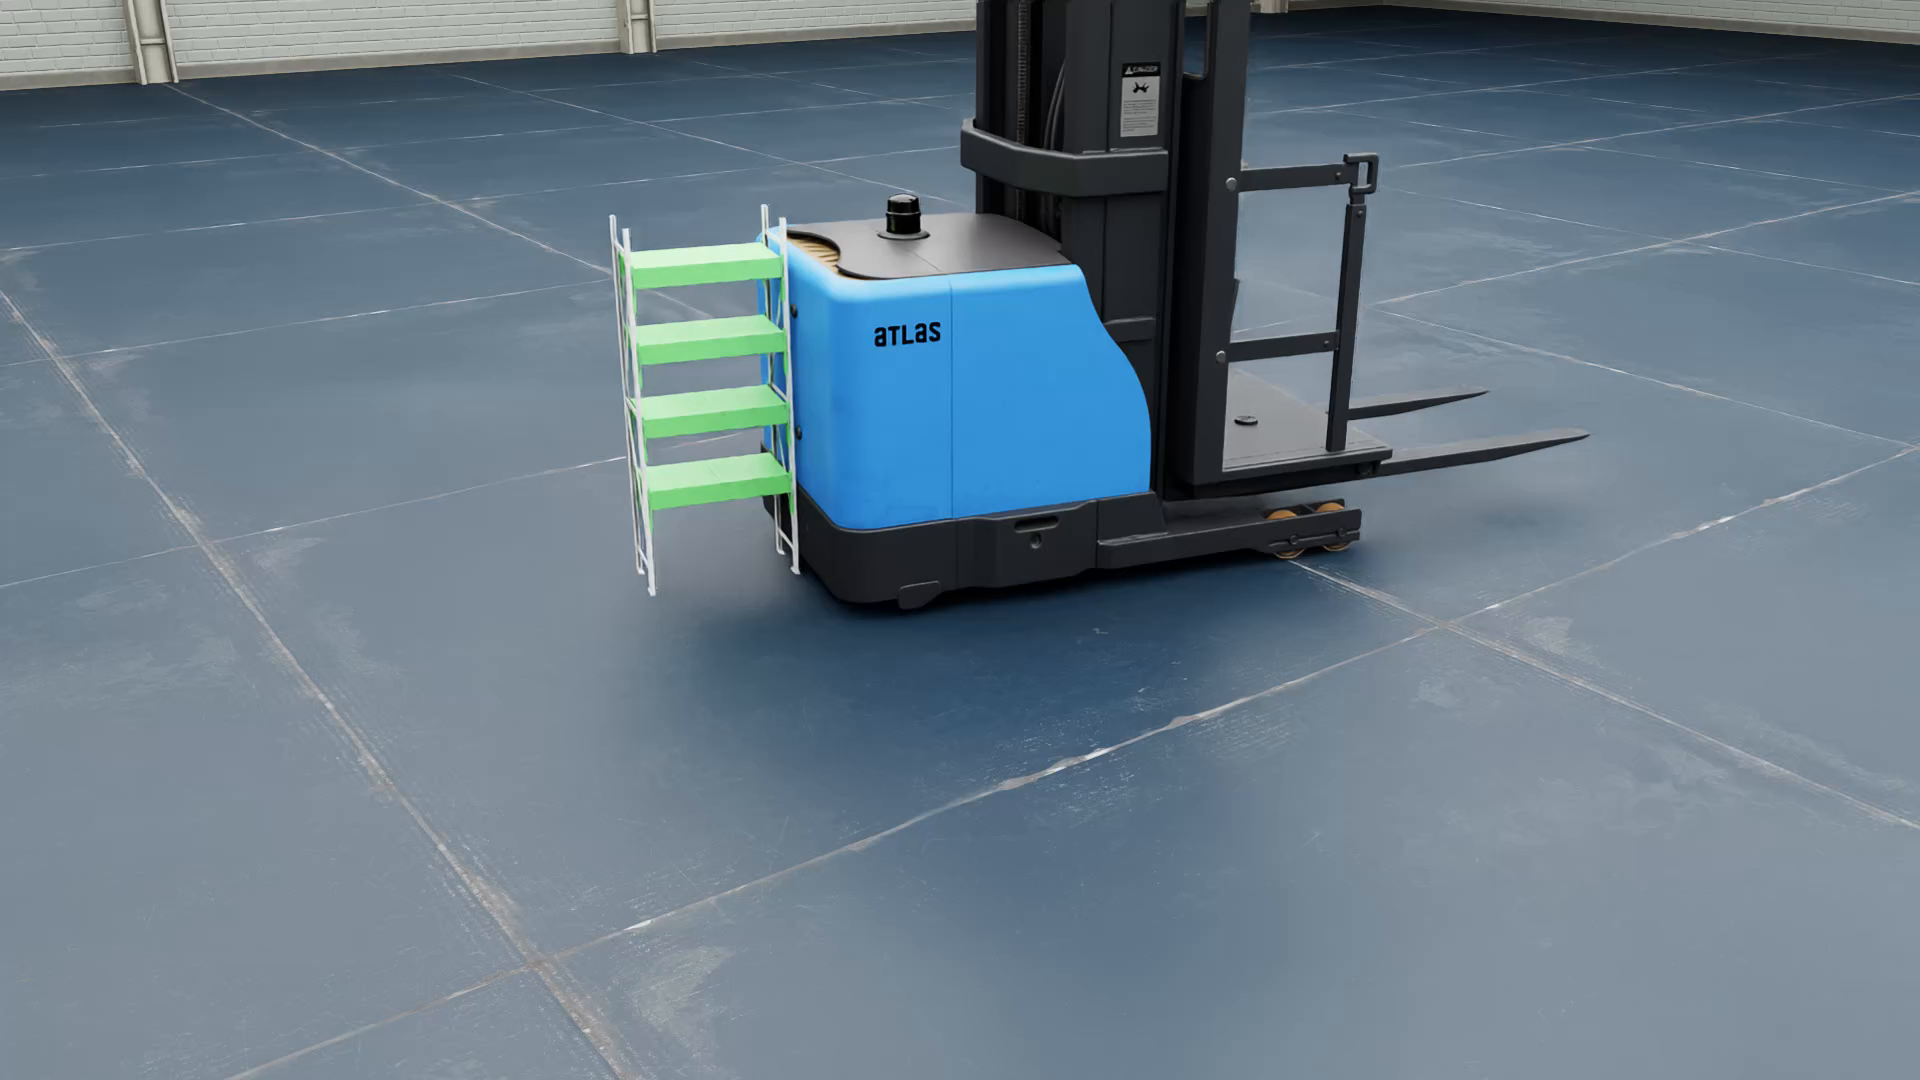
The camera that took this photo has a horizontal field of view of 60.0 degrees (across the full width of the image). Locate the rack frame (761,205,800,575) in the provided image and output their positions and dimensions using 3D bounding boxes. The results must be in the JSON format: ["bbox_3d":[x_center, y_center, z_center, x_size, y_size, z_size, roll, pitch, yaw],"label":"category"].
[{"bbox_3d":[-0.591,-0.482,5.485,0.015,1.200,0.240,-8,23,-20],"label":"rack frame"}]

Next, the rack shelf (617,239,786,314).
[{"bbox_3d":[-0.819,-0.836,5.249,0.480,0.148,0.258,-8,23,-20],"label":"rack shelf"}]

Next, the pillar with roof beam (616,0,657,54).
[{"bbox_3d":[-1.797,-9.424,17.372,0.400,9.000,9.100,-15,26,-33],"label":"pillar with roof beam"}]

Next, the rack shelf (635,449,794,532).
[{"bbox_3d":[-0.819,-0.167,5.516,0.480,0.148,0.258,-8,23,-20],"label":"rack shelf"}]

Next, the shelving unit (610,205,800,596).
[{"bbox_3d":[-0.819,-0.449,5.404,0.503,1.200,0.258,-8,23,-20],"label":"shelving unit"}]

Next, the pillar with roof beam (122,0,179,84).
[{"bbox_3d":[-6.667,-8.126,14.117,0.400,9.000,9.100,-15,26,-33],"label":"pillar with roof beam"}]

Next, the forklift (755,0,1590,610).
[{"bbox_3d":[0.859,-1.468,5.621,3.031,2.935,1.130,-8,23,-20],"label":"forklift"}]

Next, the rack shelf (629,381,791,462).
[{"bbox_3d":[-0.819,-0.390,5.427,0.480,0.148,0.258,-8,23,-20],"label":"rack shelf"}]

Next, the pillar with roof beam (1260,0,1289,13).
[{"bbox_3d":[7.944,-12.022,23.881,0.400,9.000,9.100,-15,26,-33],"label":"pillar with roof beam"}]

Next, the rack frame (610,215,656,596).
[{"bbox_3d":[-1.046,-0.417,5.322,0.015,1.200,0.240,-8,23,-20],"label":"rack frame"}]

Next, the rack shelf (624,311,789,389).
[{"bbox_3d":[-0.819,-0.613,5.338,0.480,0.148,0.258,-8,23,-20],"label":"rack shelf"}]
